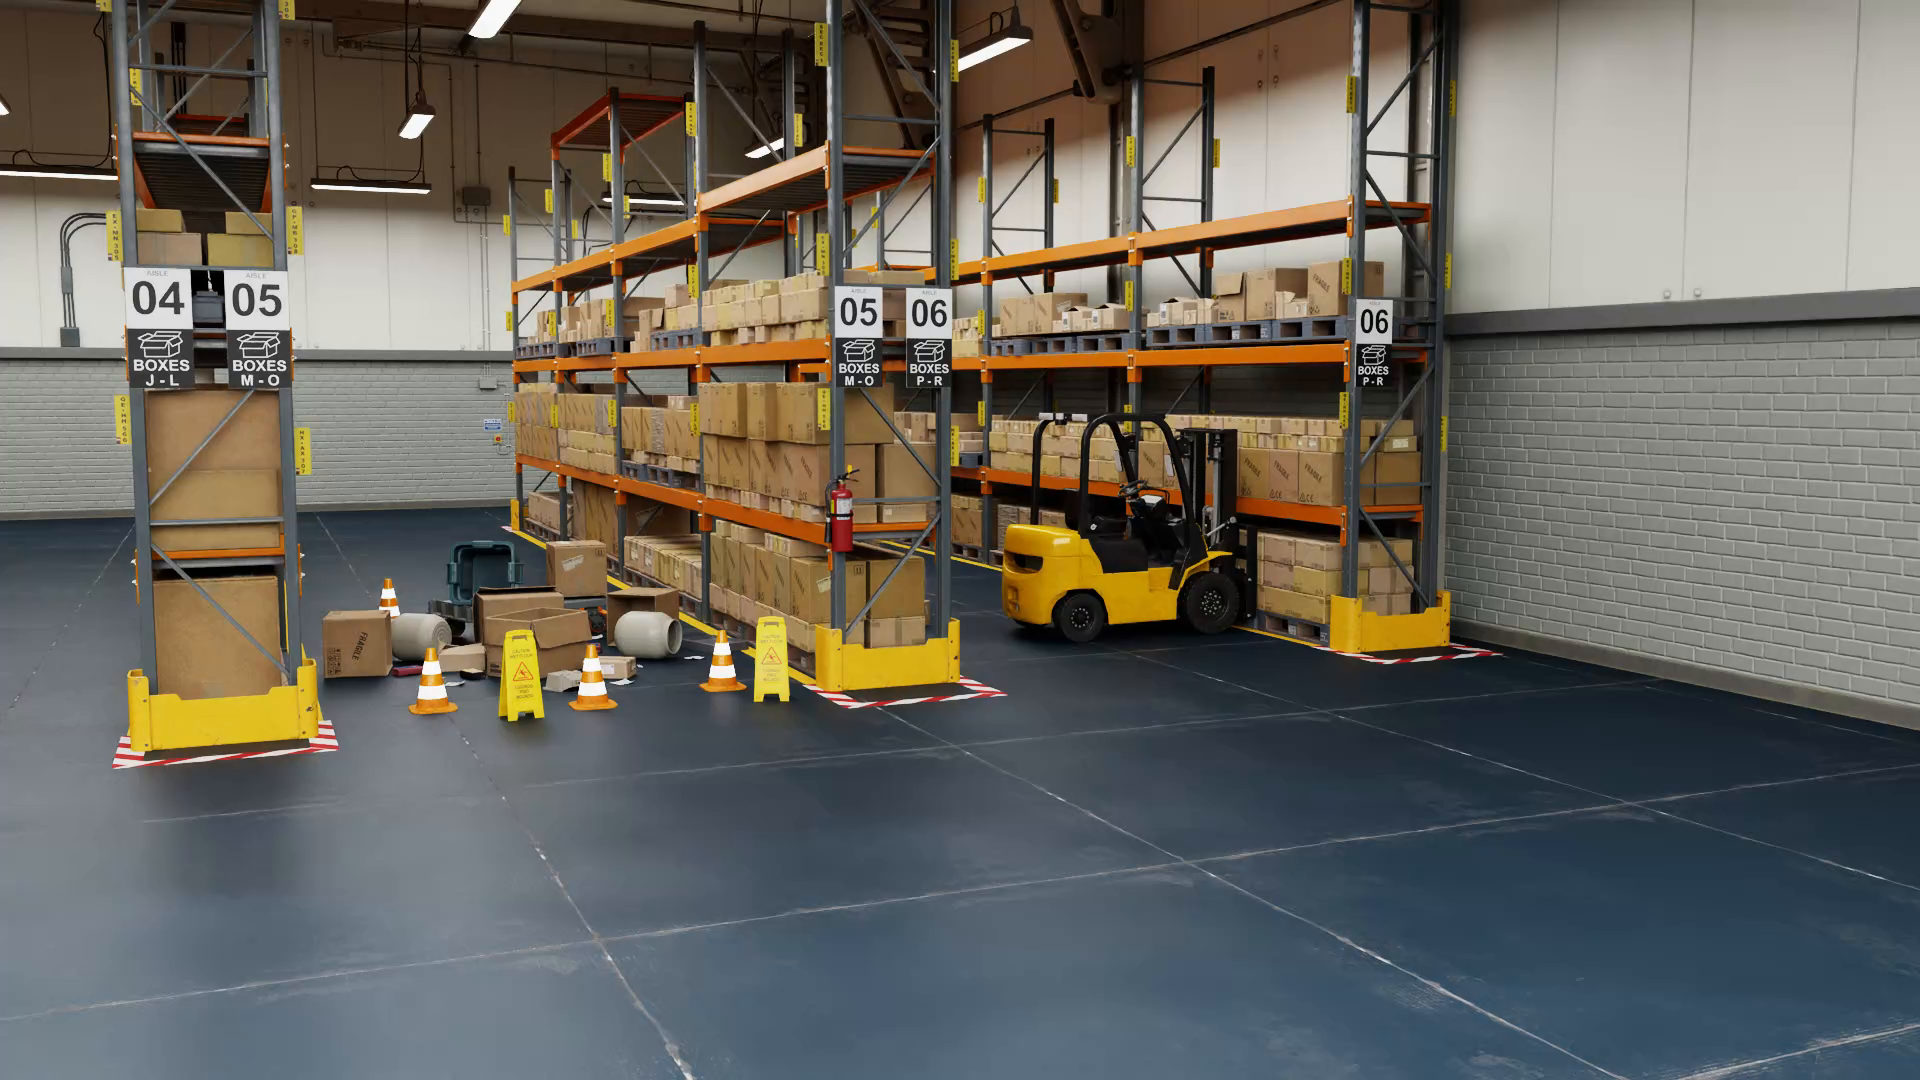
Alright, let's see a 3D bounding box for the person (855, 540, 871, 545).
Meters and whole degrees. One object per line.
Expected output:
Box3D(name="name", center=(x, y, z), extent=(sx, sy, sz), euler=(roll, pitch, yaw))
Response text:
Box3D(name="person", center=(-1.235, -0.266, 19.621), extent=(0.547, 1.683, 0.937), euler=(-3, 6, -29))
